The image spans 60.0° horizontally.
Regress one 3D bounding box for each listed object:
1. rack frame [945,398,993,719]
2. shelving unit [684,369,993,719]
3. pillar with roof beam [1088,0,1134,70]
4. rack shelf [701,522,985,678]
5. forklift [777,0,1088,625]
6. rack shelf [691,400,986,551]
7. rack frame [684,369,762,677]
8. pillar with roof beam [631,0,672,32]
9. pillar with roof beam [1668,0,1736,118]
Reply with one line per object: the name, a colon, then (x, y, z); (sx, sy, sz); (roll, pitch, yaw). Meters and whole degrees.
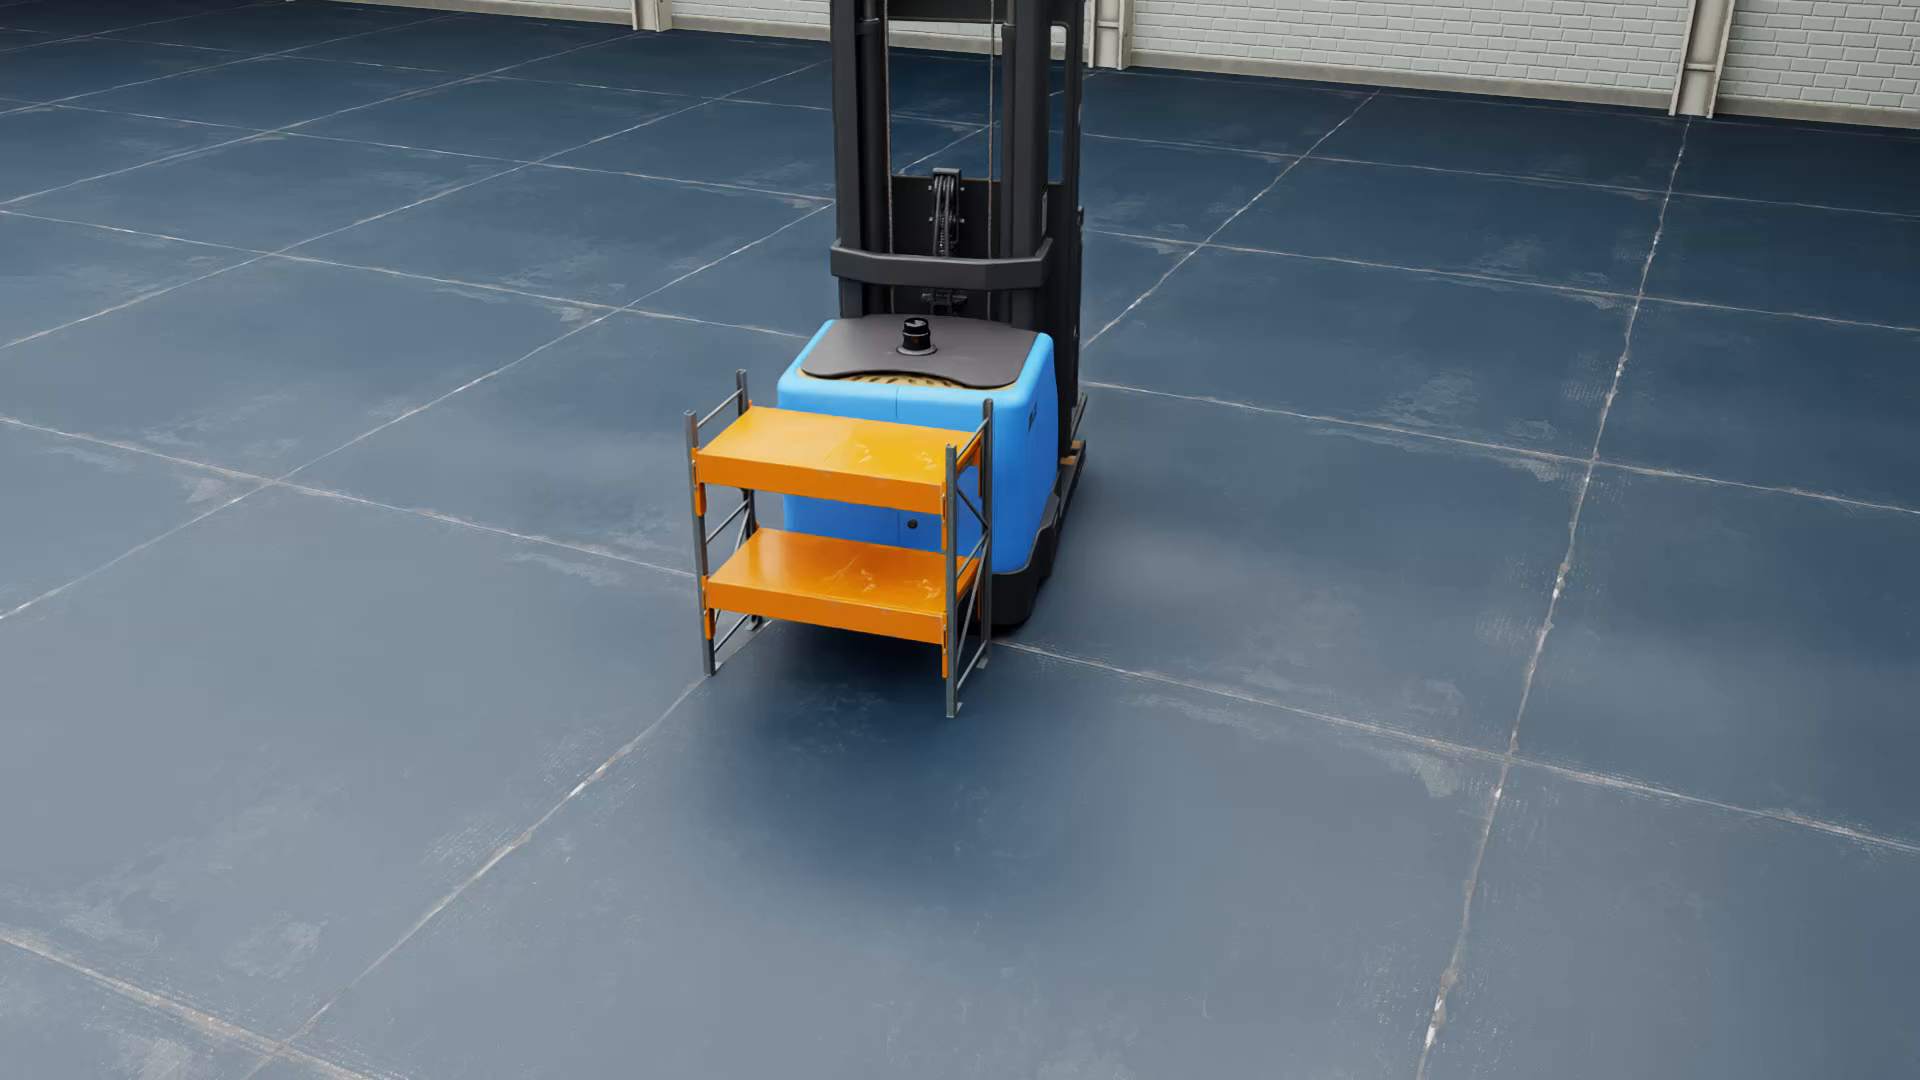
rack frame: (0.037, 0.072, 6.330); (0.032, 1.125, 0.500); (8, 27, 16)
shelving unit: (-0.448, 0.005, 6.467); (1.048, 1.125, 0.538); (8, 27, 16)
pillar with roof beam: (-0.126, -7.555, 12.906); (0.400, 9.000, 9.100); (11, 28, 22)
rack shelf: (-0.448, 0.224, 6.575); (1.000, 0.278, 0.538); (8, 27, 16)
forklift: (0.030, -1.590, 7.661); (1.130, 2.935, 3.031); (5, 27, 10)
rack shelf: (-0.448, -0.258, 6.338); (1.000, 0.278, 0.538); (8, 27, 16)
rack frame: (-0.932, -0.063, 6.605); (0.032, 1.125, 0.500); (8, 27, 16)
pillar with roof beam: (-5.588, -8.652, 15.135); (0.400, 9.000, 9.100); (11, 28, 22)
pillar with roof beam: (5.335, -6.457, 10.678); (0.400, 9.000, 9.100); (11, 28, 22)
